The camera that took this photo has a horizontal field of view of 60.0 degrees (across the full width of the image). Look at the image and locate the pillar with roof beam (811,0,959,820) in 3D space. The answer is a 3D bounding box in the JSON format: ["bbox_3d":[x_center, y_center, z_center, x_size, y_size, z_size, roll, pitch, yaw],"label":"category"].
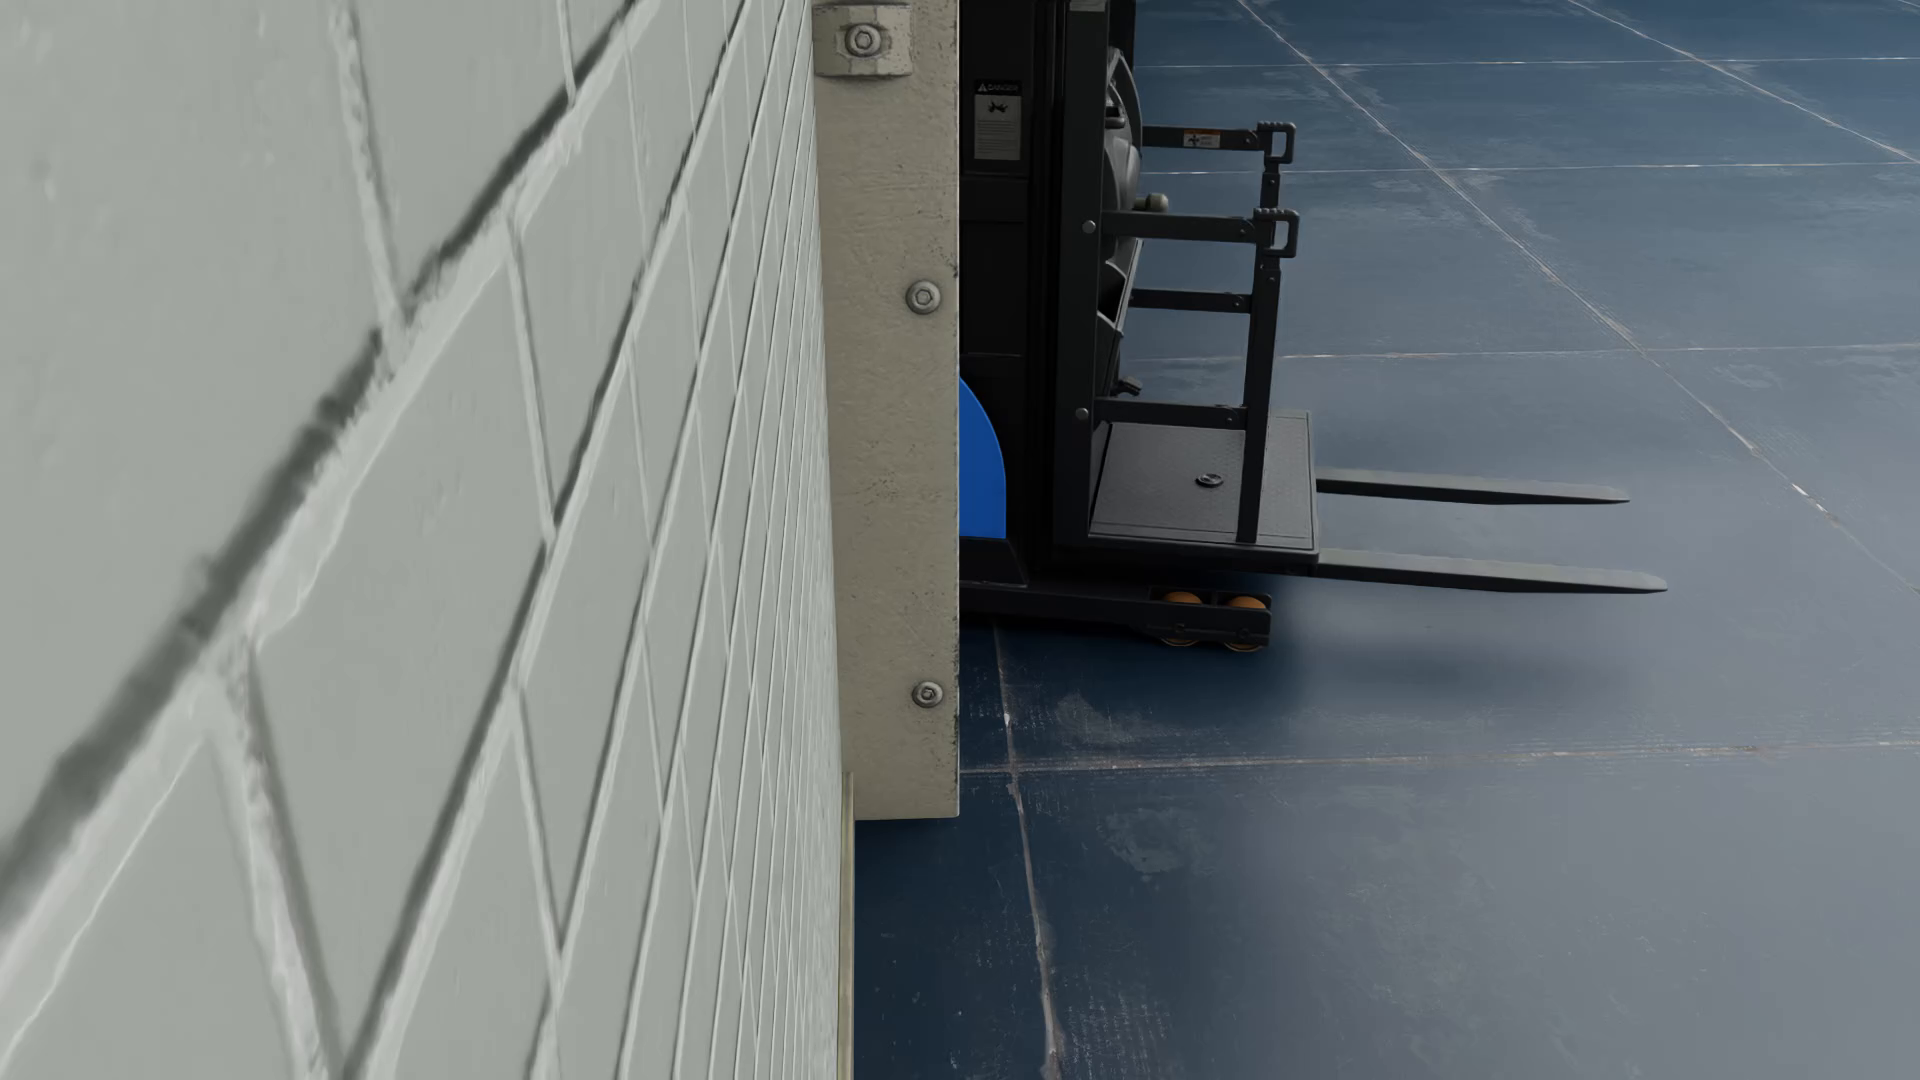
[{"bbox_3d":[4.132,-3.462,2.612,9.100,9.000,0.400,-1,28,-3],"label":"pillar with roof beam"}]

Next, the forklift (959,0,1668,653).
[{"bbox_3d":[0.669,-1.223,4.882,3.031,2.935,1.130,4,28,8],"label":"forklift"}]
